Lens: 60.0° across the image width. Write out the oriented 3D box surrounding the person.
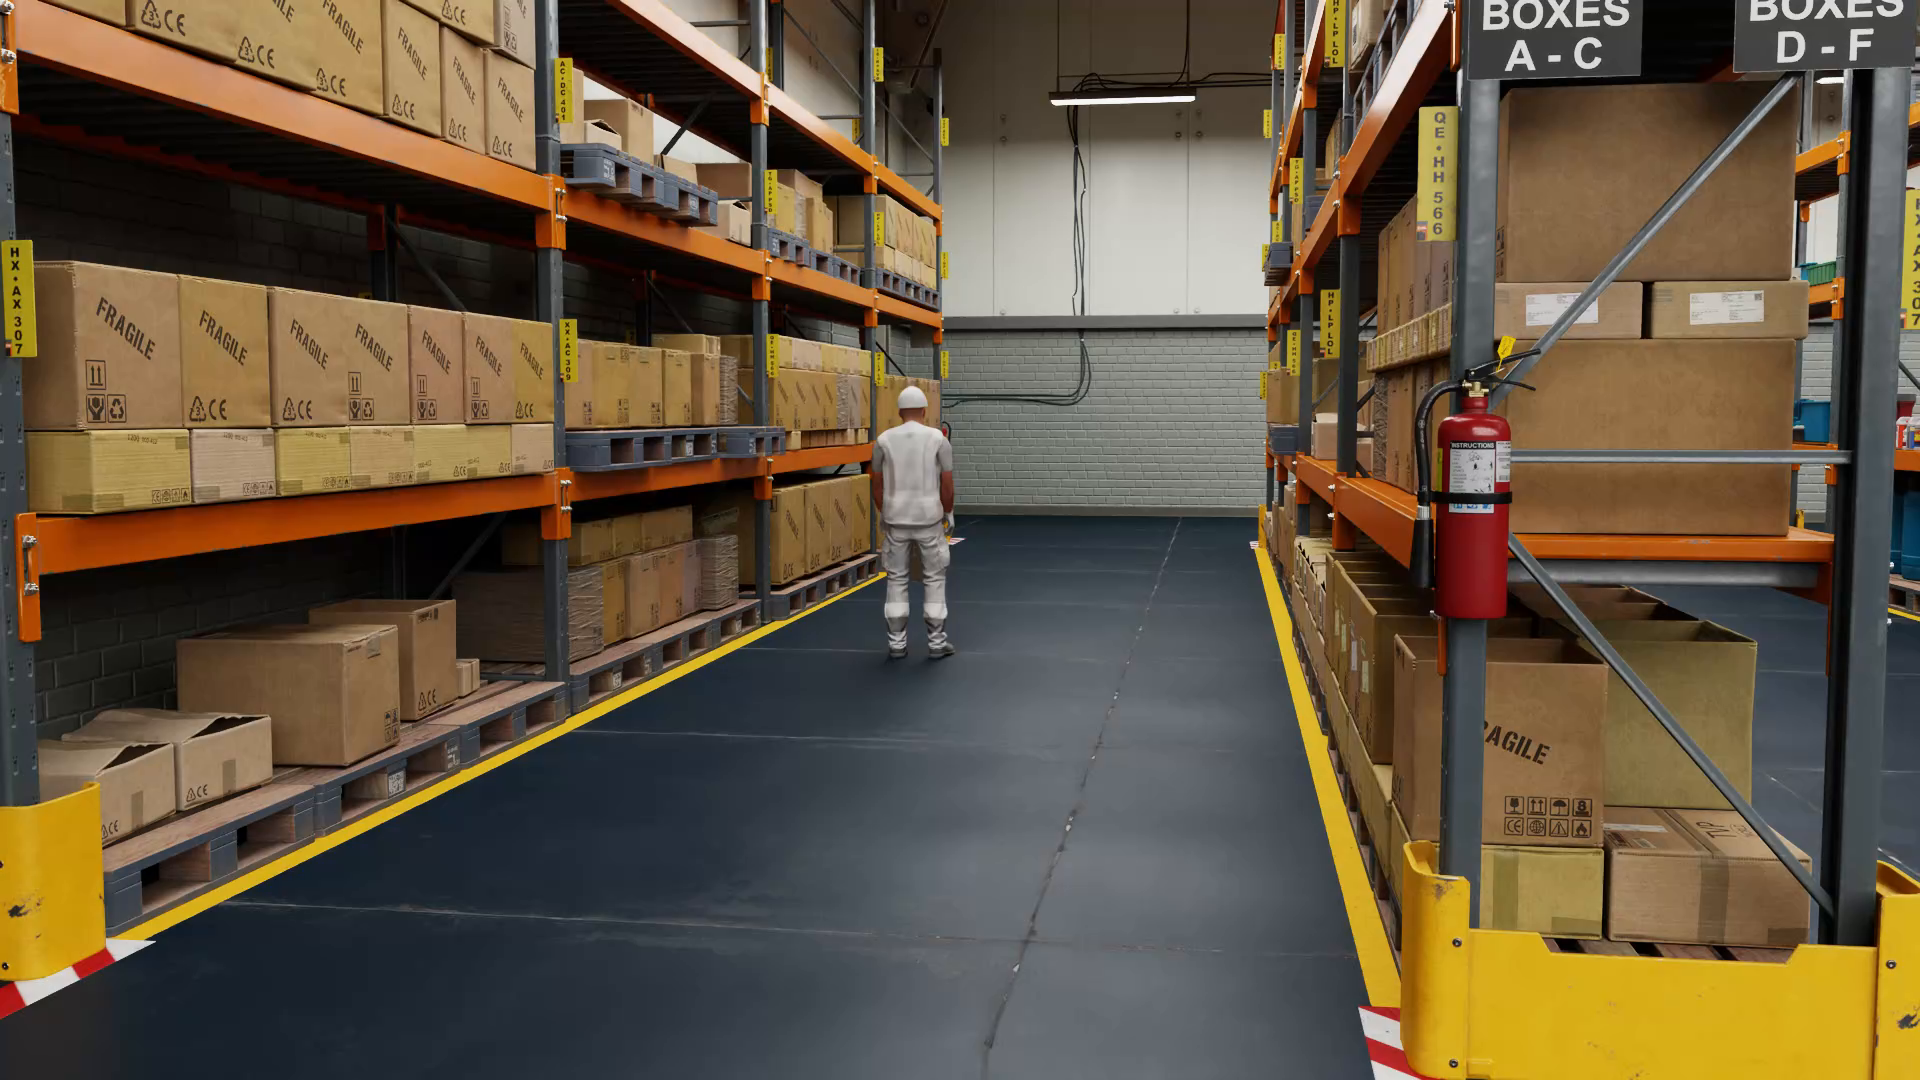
[{"bbox_3d":[-0.308,-0.118,10.963,0.547,1.787,0.404,1,4,7],"label":"person"}]
